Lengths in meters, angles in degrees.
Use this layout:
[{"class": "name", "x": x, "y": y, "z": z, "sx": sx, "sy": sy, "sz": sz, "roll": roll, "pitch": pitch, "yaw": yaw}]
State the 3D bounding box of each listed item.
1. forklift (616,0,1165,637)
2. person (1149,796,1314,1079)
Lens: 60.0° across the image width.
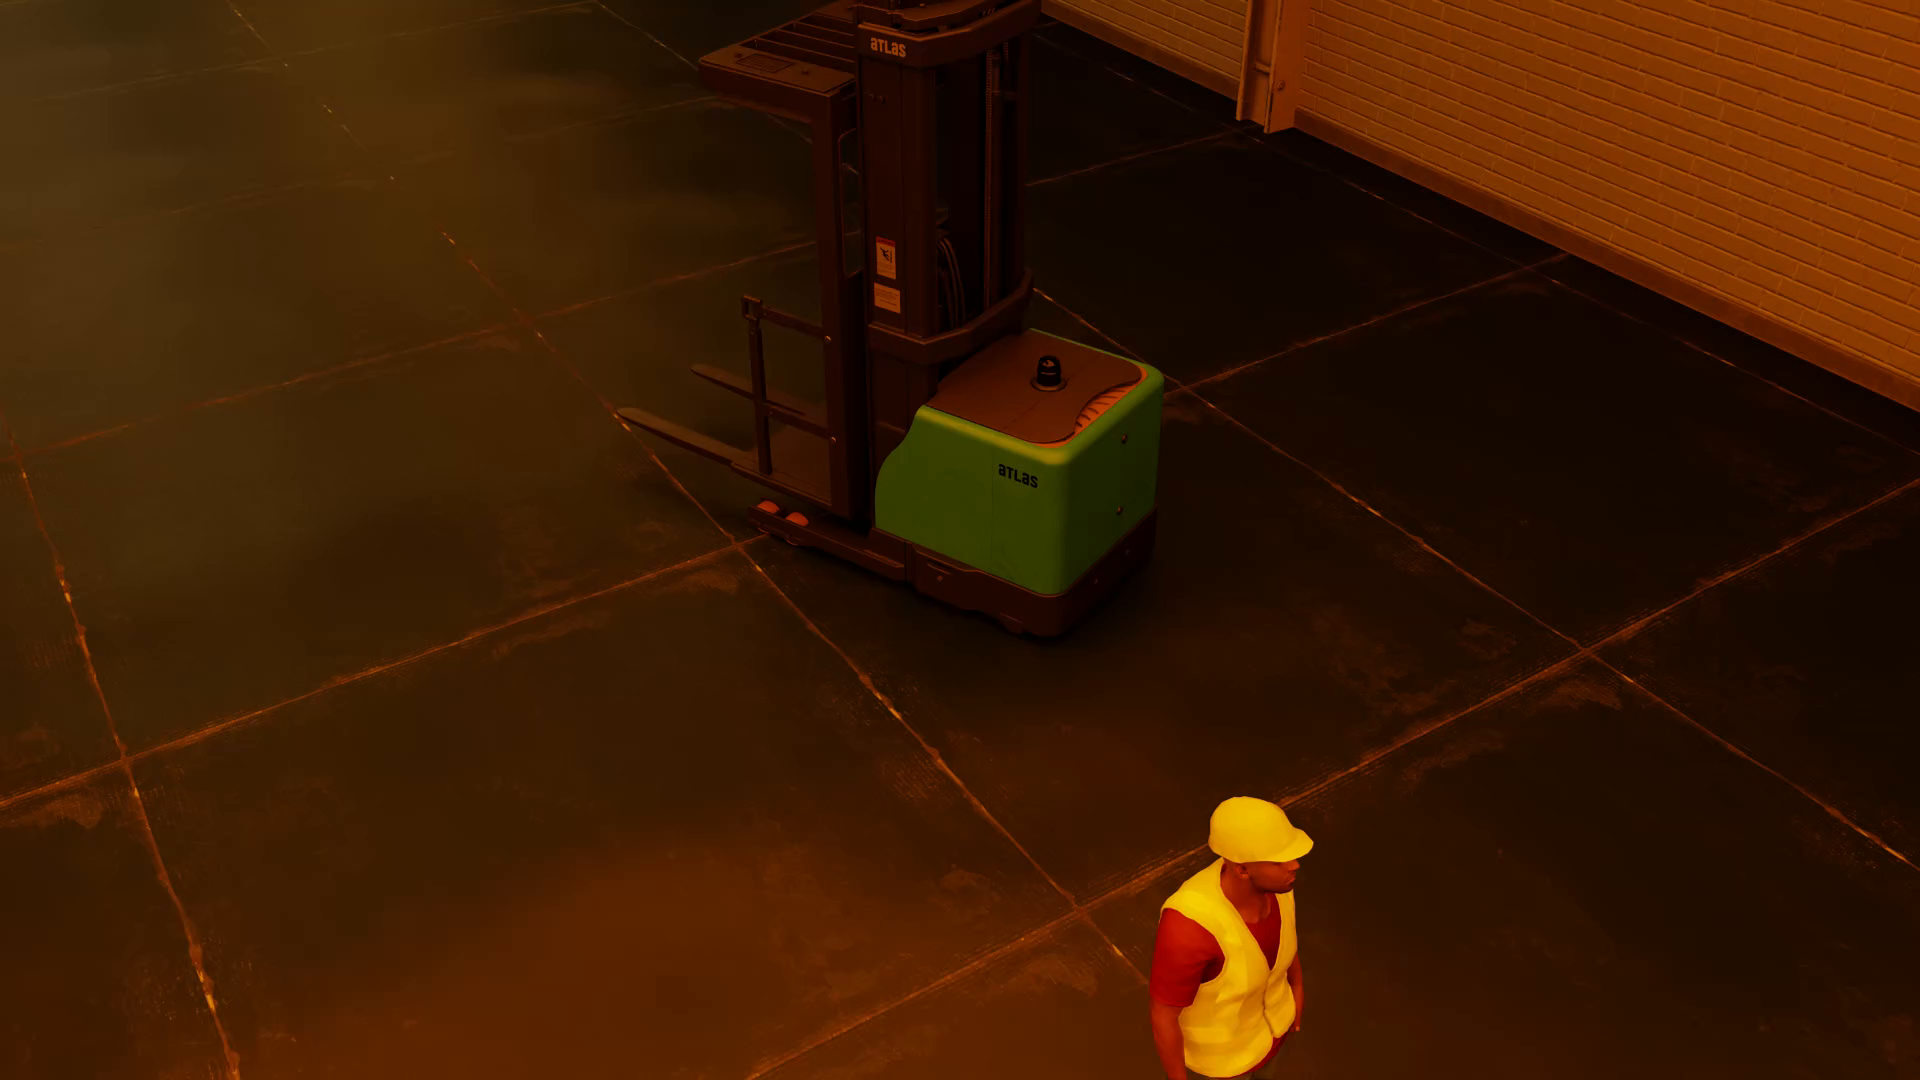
[{"class": "forklift", "x": -0.500, "y": -1.399, "z": 8.138, "sx": 3.031, "sy": 2.935, "sz": 1.130, "roll": 22, "pitch": 41, "yaw": 28}, {"class": "person", "x": 0.877, "y": 1.519, "z": 4.987, "sx": 0.578, "sy": 1.765, "sz": 0.666, "roll": 27, "pitch": 43, "yaw": 33}]
